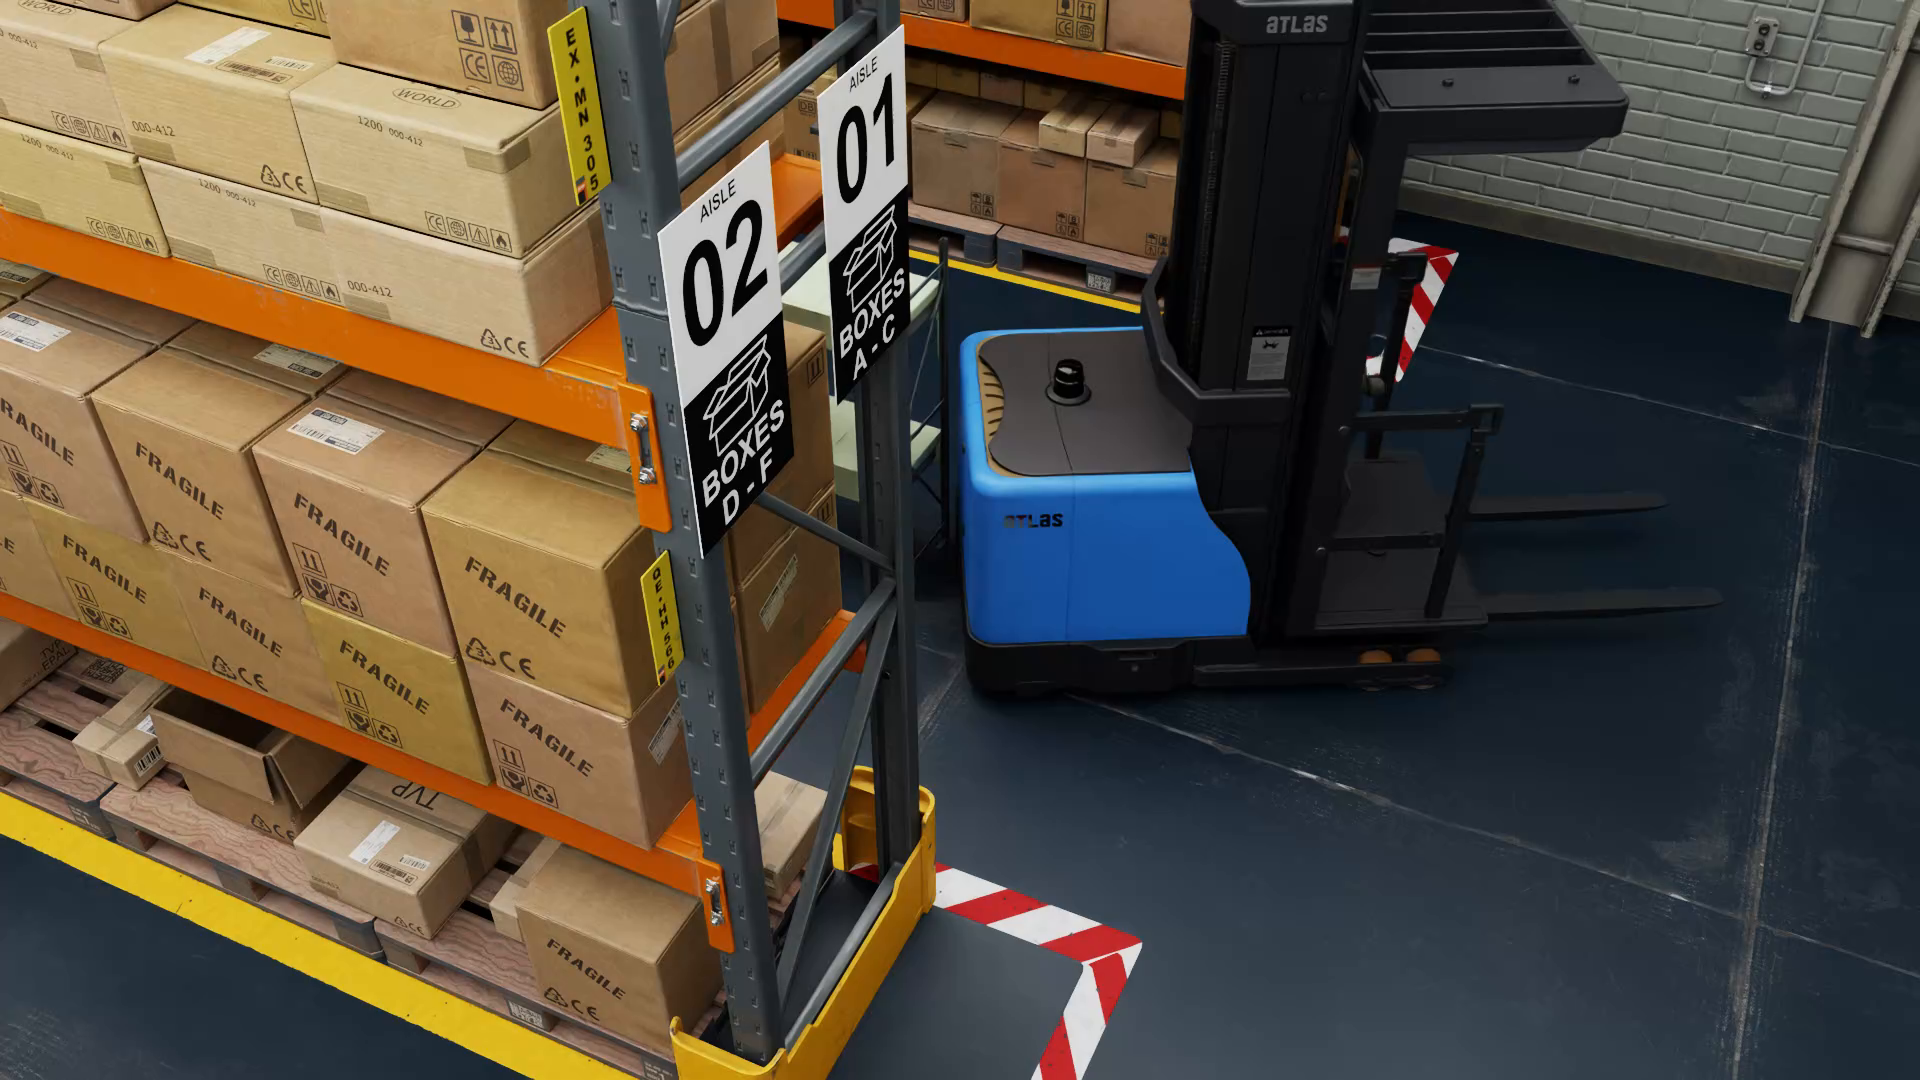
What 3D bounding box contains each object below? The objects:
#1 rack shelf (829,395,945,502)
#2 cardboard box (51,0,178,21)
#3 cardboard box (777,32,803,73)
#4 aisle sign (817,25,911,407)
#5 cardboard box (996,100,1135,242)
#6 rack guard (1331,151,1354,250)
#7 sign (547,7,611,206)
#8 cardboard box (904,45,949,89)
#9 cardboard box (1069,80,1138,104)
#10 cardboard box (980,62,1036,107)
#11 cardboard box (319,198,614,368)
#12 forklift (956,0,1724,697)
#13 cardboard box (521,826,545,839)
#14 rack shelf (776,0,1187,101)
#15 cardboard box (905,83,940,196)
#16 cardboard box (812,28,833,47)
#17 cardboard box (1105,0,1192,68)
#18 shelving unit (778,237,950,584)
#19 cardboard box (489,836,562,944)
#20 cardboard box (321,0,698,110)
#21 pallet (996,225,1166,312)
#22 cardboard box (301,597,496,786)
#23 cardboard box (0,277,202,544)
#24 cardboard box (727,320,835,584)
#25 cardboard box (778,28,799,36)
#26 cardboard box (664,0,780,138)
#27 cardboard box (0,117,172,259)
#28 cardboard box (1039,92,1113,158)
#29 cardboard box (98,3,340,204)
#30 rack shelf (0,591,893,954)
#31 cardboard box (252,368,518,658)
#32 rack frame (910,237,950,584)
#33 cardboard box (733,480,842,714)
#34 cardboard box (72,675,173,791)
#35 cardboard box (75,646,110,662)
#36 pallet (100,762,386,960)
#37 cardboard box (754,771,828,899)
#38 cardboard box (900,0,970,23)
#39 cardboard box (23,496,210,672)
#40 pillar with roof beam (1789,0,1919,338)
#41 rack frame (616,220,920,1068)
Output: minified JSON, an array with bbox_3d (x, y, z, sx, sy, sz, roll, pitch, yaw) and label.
[{"bbox_3d":[-0.471,-0.320,6.972,0.720,0.370,0.431,18,44,20],"label":"rack shelf"},{"bbox_3d":[-1.784,-1.538,3.605,0.500,0.500,0.700,17,44,19],"label":"cardboard box"},{"bbox_3d":[-1.062,-2.630,9.087,0.250,0.149,0.380,18,44,20],"label":"cardboard box"},{"bbox_3d":[-0.210,-0.731,3.818,0.004,0.787,0.394,17,44,19],"label":"aisle sign"},{"bbox_3d":[0.565,-2.021,8.880,0.500,0.500,0.700,17,44,19],"label":"cardboard box"},{"bbox_3d":[1.717,-1.583,8.695,0.348,0.500,1.175,17,44,19],"label":"rack guard"},{"bbox_3d":[-0.648,-0.737,2.844,0.005,0.325,0.100,17,44,19],"label":"sign"},{"bbox_3d":[-0.162,-2.632,9.090,0.250,0.149,0.380,16,43,18],"label":"cardboard box"},{"bbox_3d":[0.757,-2.352,8.766,0.250,0.149,0.380,17,44,19],"label":"cardboard box"},{"bbox_3d":[0.300,-2.491,8.927,0.250,0.149,0.380,18,44,19],"label":"cardboard box"},{"bbox_3d":[-0.973,-0.656,3.540,0.500,0.250,0.500,17,44,19],"label":"cardboard box"},{"bbox_3d":[1.518,-0.859,6.003,3.031,2.935,1.130,-2,41,-2],"label":"forklift"},{"bbox_3d":[-1.222,0.822,5.774,0.500,0.250,0.500,17,44,19],"label":"cardboard box"},{"bbox_3d":[-0.117,-2.816,8.758,4.000,0.370,1.077,17,44,19],"label":"rack shelf"},{"bbox_3d":[-0.377,-2.304,9.205,0.500,0.500,0.700,18,44,20],"label":"cardboard box"},{"bbox_3d":[-0.625,-2.774,9.253,0.250,0.149,0.380,16,43,17],"label":"cardboard box"},{"bbox_3d":[1.229,-2.783,7.941,0.700,0.700,0.980,19,44,21],"label":"cardboard box"},{"bbox_3d":[-0.471,-0.566,6.758,0.755,1.500,0.431,18,44,20],"label":"shelving unit"},{"bbox_3d":[-1.322,1.141,5.470,0.250,0.166,0.380,17,44,19],"label":"cardboard box"},{"bbox_3d":[-0.868,-1.275,3.300,0.500,0.500,0.700,17,44,19],"label":"cardboard box"},{"bbox_3d":[0.938,-1.655,8.999,1.213,0.211,1.003,17,44,19],"label":"pallet"},{"bbox_3d":[-1.388,0.265,4.578,0.500,0.500,0.500,17,44,19],"label":"cardboard box"},{"bbox_3d":[-2.311,-0.391,4.571,0.500,0.500,0.500,18,44,20],"label":"cardboard box"},{"bbox_3d":[-0.686,-0.288,4.452,0.500,0.500,0.500,18,44,20],"label":"cardboard box"},{"bbox_3d":[-1.295,-2.588,9.534,0.500,0.500,0.700,18,44,19],"label":"cardboard box"},{"bbox_3d":[-0.751,-1.155,3.736,0.500,0.250,0.500,17,44,19],"label":"cardboard box"},{"bbox_3d":[-1.880,-0.931,3.859,0.500,0.250,0.500,17,44,19],"label":"cardboard box"},{"bbox_3d":[0.593,-2.126,8.505,0.250,0.149,0.380,18,44,20],"label":"cardboard box"},{"bbox_3d":[-1.422,-0.988,3.542,0.500,0.250,0.500,17,44,19],"label":"cardboard box"},{"bbox_3d":[-2.208,0.125,5.365,4.000,0.370,1.077,17,44,19],"label":"rack shelf"},{"bbox_3d":[-1.373,-0.108,4.245,0.500,0.500,0.500,18,44,20],"label":"cardboard box"},{"bbox_3d":[-0.144,-0.459,6.634,0.023,1.500,0.400,18,44,20],"label":"rack frame"},{"bbox_3d":[-0.686,0.090,4.780,0.500,0.500,0.500,18,44,20],"label":"cardboard box"},{"bbox_3d":[-2.944,0.682,6.000,0.250,0.166,0.380,17,44,19],"label":"cardboard box"},{"bbox_3d":[-3.384,0.067,6.455,0.500,0.500,0.500,17,44,19],"label":"cardboard box"},{"bbox_3d":[-2.289,0.881,6.073,1.213,0.211,1.003,17,44,19],"label":"pallet"},{"bbox_3d":[-0.630,0.998,5.649,0.250,0.149,0.380,17,44,19],"label":"cardboard box"},{"bbox_3d":[-0.122,-3.194,8.416,0.700,0.700,0.980,15,43,17],"label":"cardboard box"},{"bbox_3d":[-2.295,-0.016,4.902,0.500,0.500,0.500,16,44,18],"label":"cardboard box"},{"bbox_3d":[2.688,-2.012,2.700,0.400,9.000,9.100,17,44,19],"label":"pillar with roof beam"},{"bbox_3d":[-0.396,0.407,4.490,0.127,3.000,1.000,17,44,19],"label":"rack frame"}]
